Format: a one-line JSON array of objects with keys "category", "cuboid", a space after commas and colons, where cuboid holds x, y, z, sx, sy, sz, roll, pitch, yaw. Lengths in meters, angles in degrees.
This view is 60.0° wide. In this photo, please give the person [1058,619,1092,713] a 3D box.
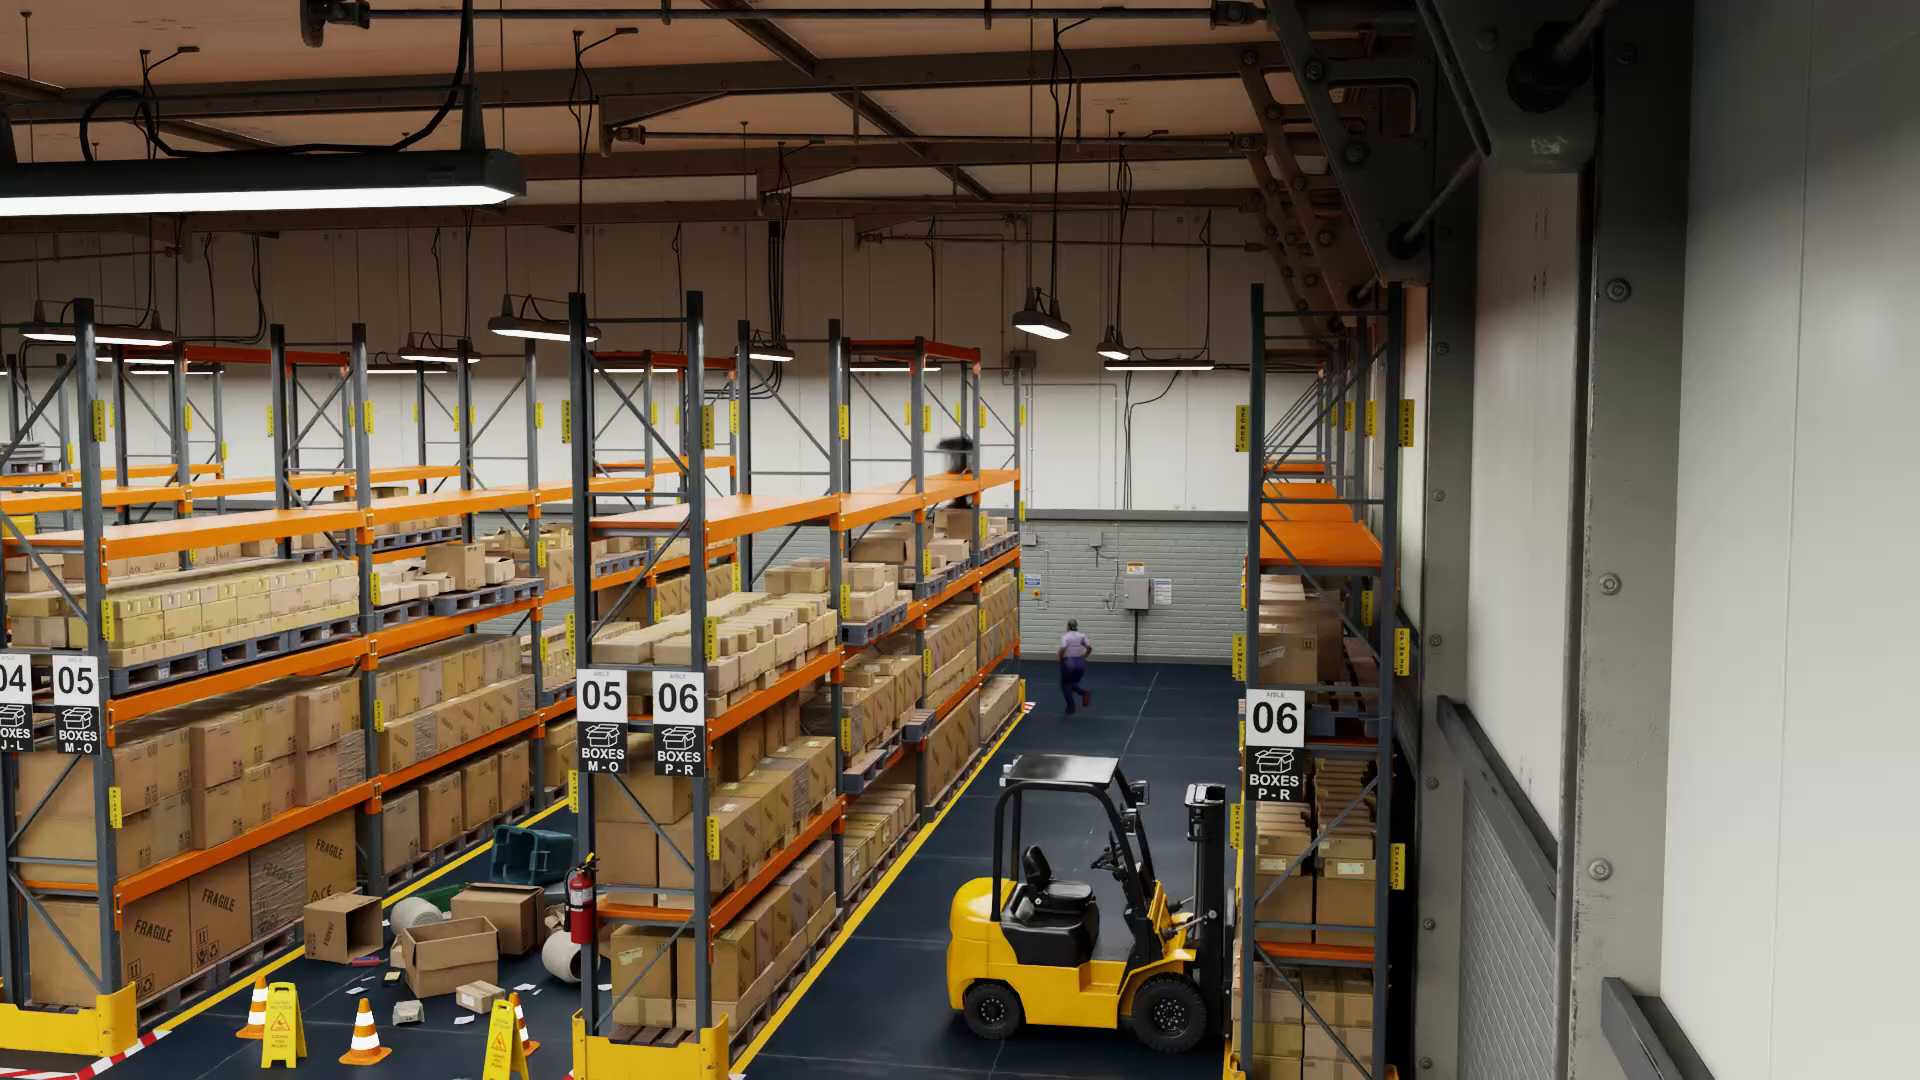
[{"category": "person", "cuboid": [1.926, 2.134, 28.017, 0.615, 1.607, 0.575, -2, 5, -26]}]
